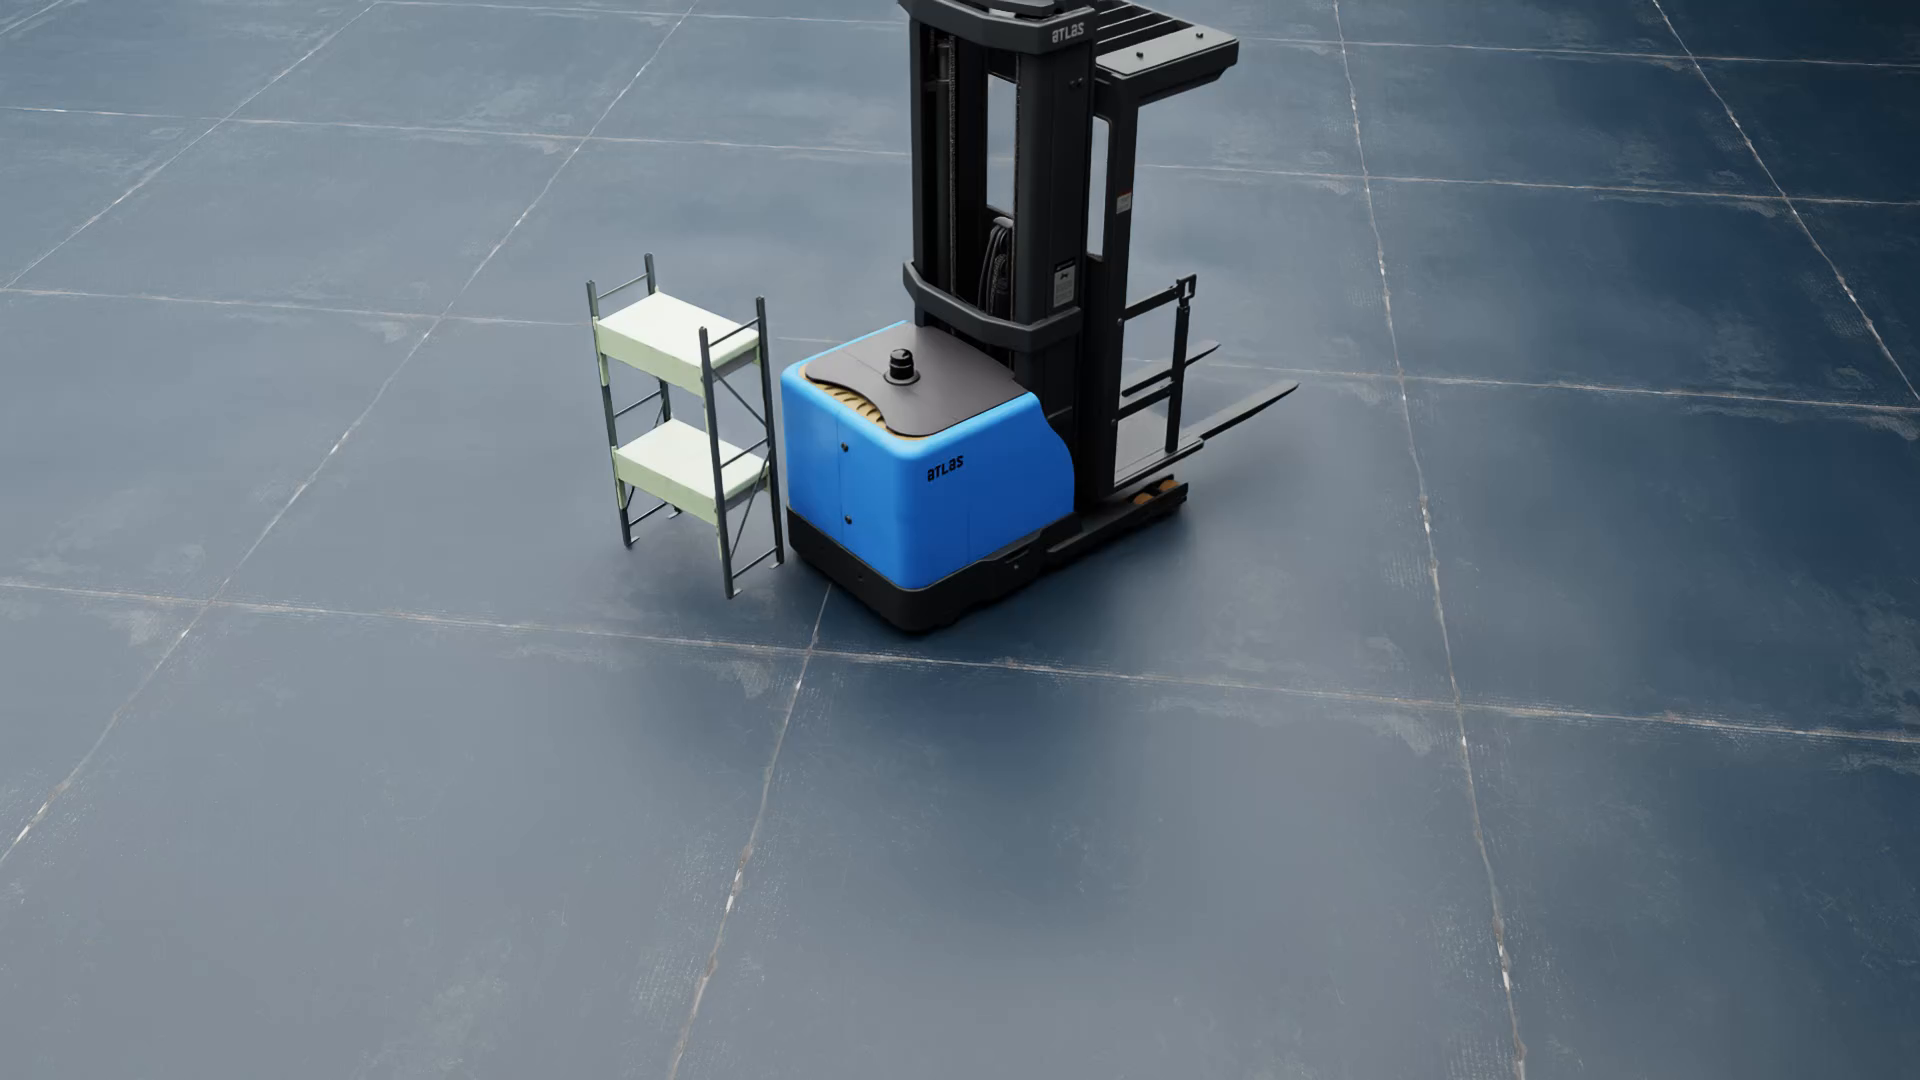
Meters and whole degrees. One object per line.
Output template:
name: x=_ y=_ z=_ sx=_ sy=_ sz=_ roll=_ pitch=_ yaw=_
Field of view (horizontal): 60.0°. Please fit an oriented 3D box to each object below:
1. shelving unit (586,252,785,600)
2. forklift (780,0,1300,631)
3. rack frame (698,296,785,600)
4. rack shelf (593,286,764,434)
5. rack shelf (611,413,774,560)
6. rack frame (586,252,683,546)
shelving unit: x=-1.312 y=-0.541 z=8.074 sx=0.755 sy=1.500 sz=0.431 roll=24 pitch=42 yaw=30
forklift: x=0.574 y=-1.480 z=8.158 sx=3.031 sy=2.935 sz=1.130 roll=-27 pitch=43 yaw=-32
rack frame: x=-1.023 y=-0.411 z=7.891 sx=0.023 sy=1.500 sz=0.400 roll=24 pitch=42 yaw=30
rack shelf: x=-1.312 y=-0.859 z=7.847 sx=0.720 sy=0.370 sz=0.431 roll=24 pitch=42 yaw=30
rack shelf: x=-1.312 y=-0.276 z=8.264 sx=0.720 sy=0.370 sz=0.431 roll=24 pitch=42 yaw=30
rack frame: x=-1.601 y=-0.672 z=8.257 sx=0.023 sy=1.500 sz=0.400 roll=24 pitch=42 yaw=30
